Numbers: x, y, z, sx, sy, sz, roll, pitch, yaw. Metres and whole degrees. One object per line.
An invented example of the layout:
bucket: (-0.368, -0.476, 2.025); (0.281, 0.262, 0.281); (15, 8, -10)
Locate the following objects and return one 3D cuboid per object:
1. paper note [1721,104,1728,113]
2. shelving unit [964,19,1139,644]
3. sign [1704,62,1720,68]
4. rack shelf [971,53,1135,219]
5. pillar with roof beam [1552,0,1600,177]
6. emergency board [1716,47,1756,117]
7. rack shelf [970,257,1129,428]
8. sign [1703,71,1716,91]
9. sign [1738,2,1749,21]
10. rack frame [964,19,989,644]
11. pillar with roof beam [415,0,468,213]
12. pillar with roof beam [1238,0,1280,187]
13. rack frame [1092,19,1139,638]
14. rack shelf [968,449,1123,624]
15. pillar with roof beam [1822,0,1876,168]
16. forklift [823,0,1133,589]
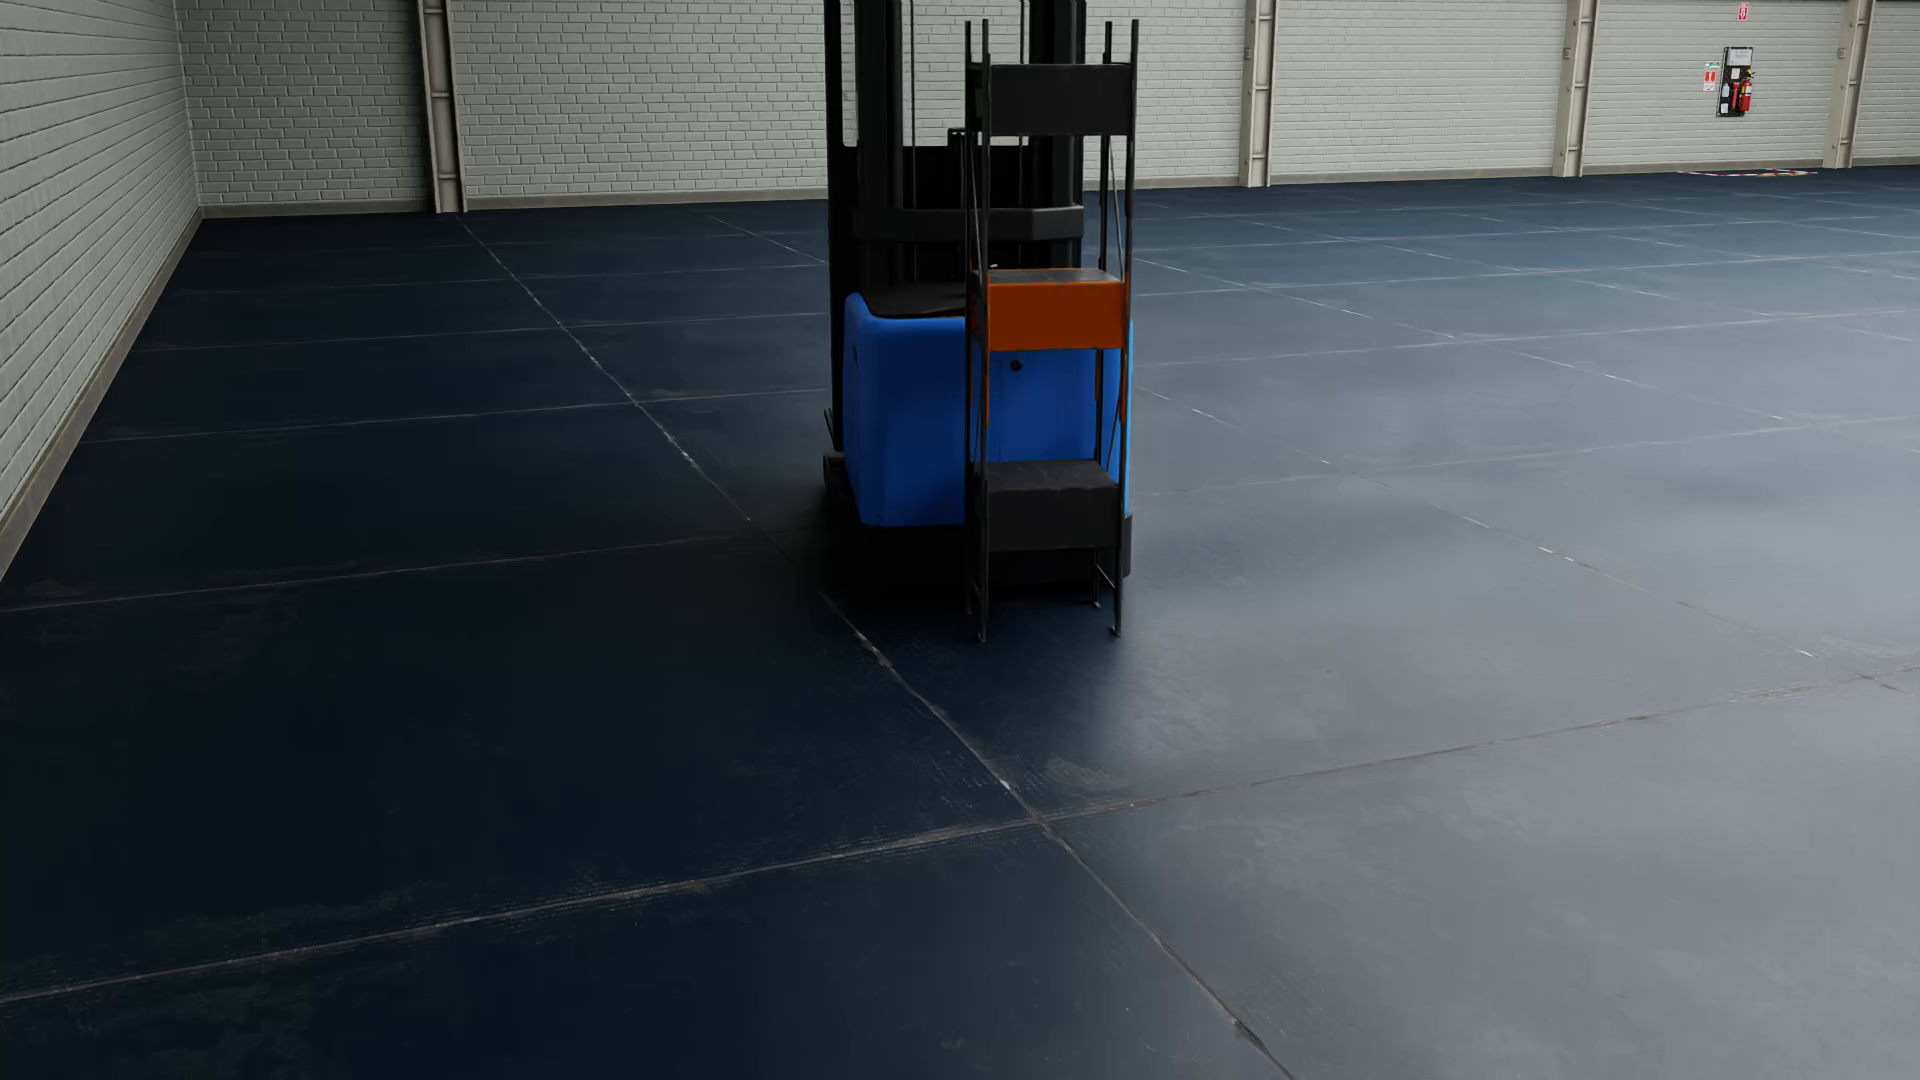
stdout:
paper note: (13.256, -7.484, 28.823); (0.142, 0.148, 0.016); (-6, 17, -20)
shelving unit: (0.295, -0.706, 5.776); (0.503, 2.100, 0.431); (-2, 17, -8)
sign: (12.900, -8.147, 28.514); (0.331, 0.109, 0.001); (-6, 17, -20)
rack shelf: (0.295, -1.365, 5.583); (0.480, 0.518, 0.431); (-2, 17, -8)
pillar with roof beam: (11.705, -9.286, 22.749); (0.400, 9.000, 9.100); (-6, 17, -20)
emergency board: (13.446, -7.906, 28.698); (0.643, 1.169, 0.194); (-6, 17, -20)
rack shelf: (0.295, -0.693, 5.780); (0.480, 0.518, 0.431); (-2, 17, -8)
sign: (12.893, -7.895, 28.595); (0.234, 0.329, 0.001); (-6, 17, -20)
sign: (13.403, -9.044, 28.457); (0.199, 0.298, 0.001); (-6, 17, -20)
rack frame: (0.054, -0.696, 5.742); (0.015, 2.100, 0.400); (-2, 17, -8)
pillar with roof beam: (-5.103, -7.471, 16.570); (0.400, 9.000, 9.100); (-6, 17, -20)
pillar with roof beam: (6.102, -8.681, 20.689); (0.400, 9.000, 9.100); (-6, 17, -20)
rack frame: (0.536, -0.716, 5.811); (0.015, 2.100, 0.400); (-2, 17, -8)
rack shelf: (0.295, -0.021, 5.978); (0.480, 0.518, 0.431); (-2, 17, -8)
pillar with roof beam: (17.308, -9.891, 24.809); (0.400, 9.000, 9.100); (-6, 17, -20)
forklift: (-0.053, -1.591, 7.313); (1.130, 2.935, 3.031); (-2, 17, -7)
